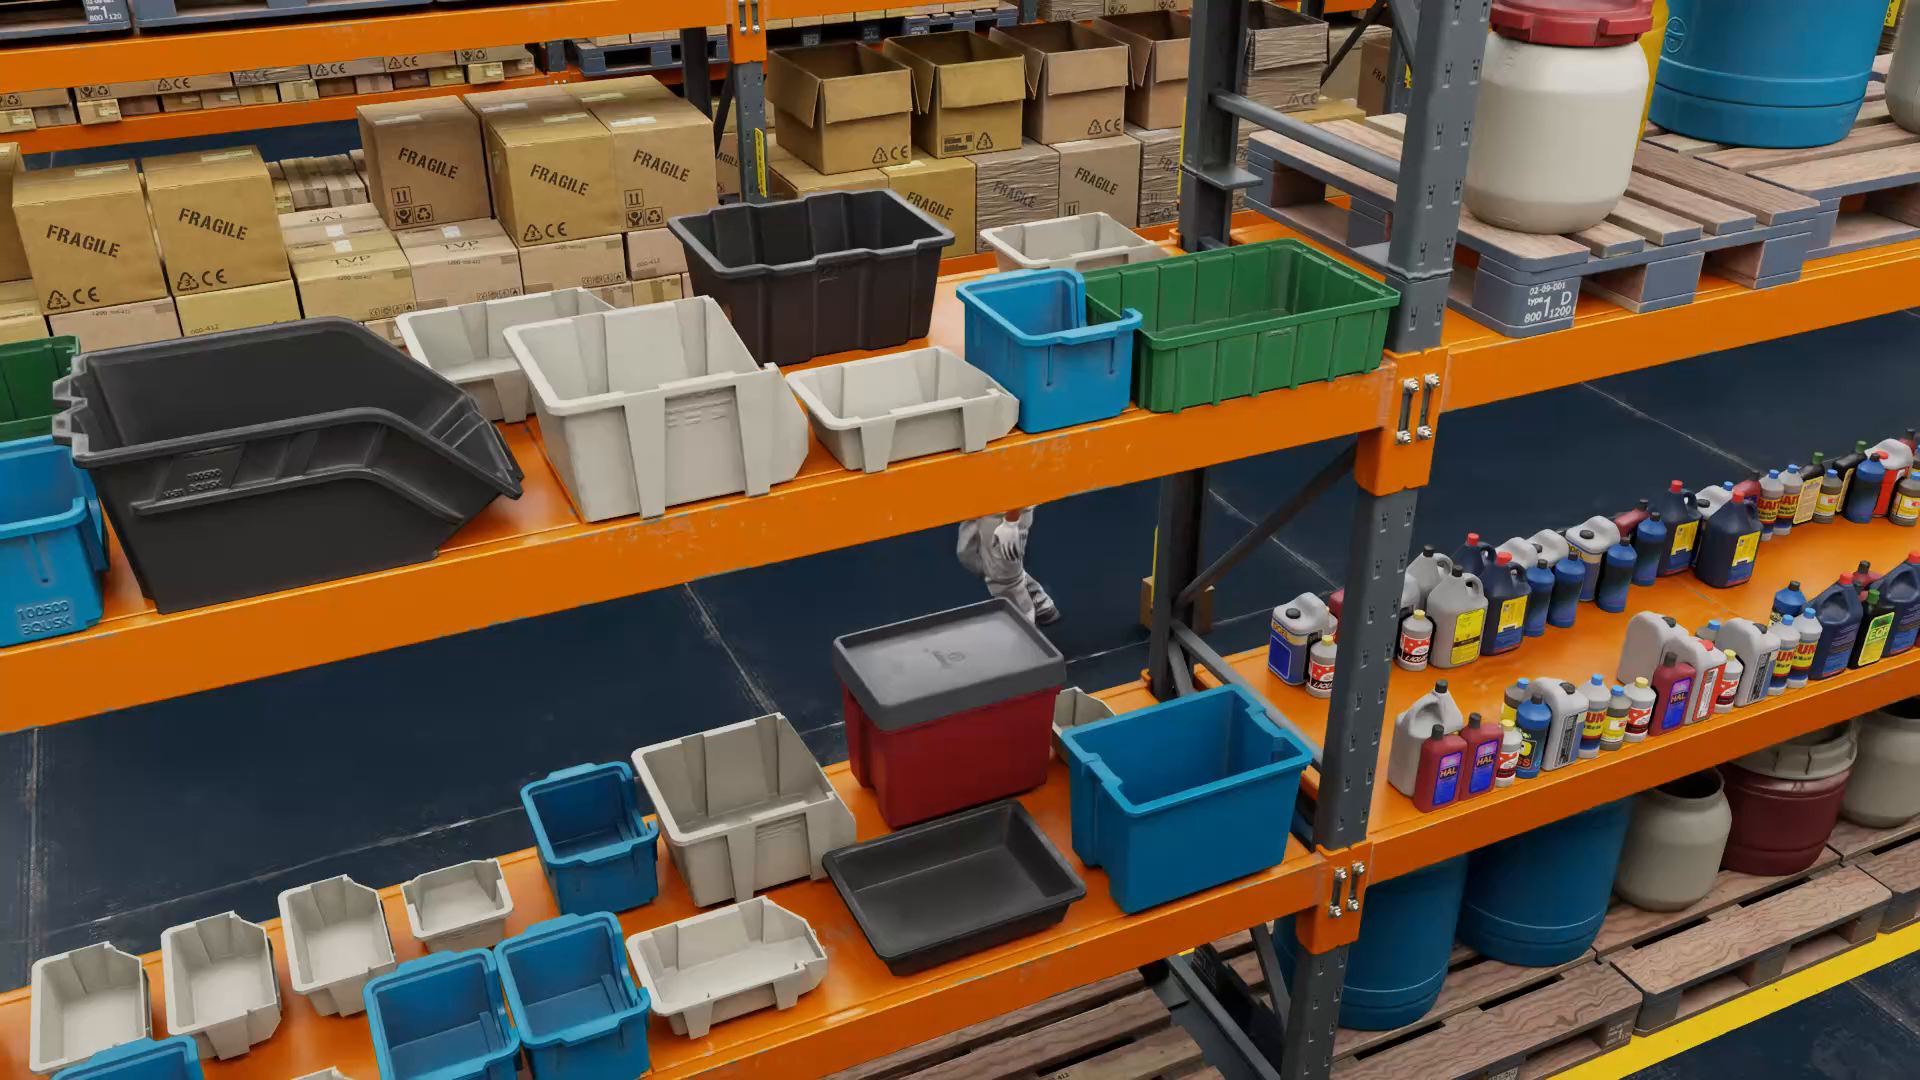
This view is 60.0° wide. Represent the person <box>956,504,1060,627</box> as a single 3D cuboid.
[{"bbox_3d":[0.217,-0.182,7.410,0.537,1.779,0.587,-3,29,-6],"label":"person"}]
